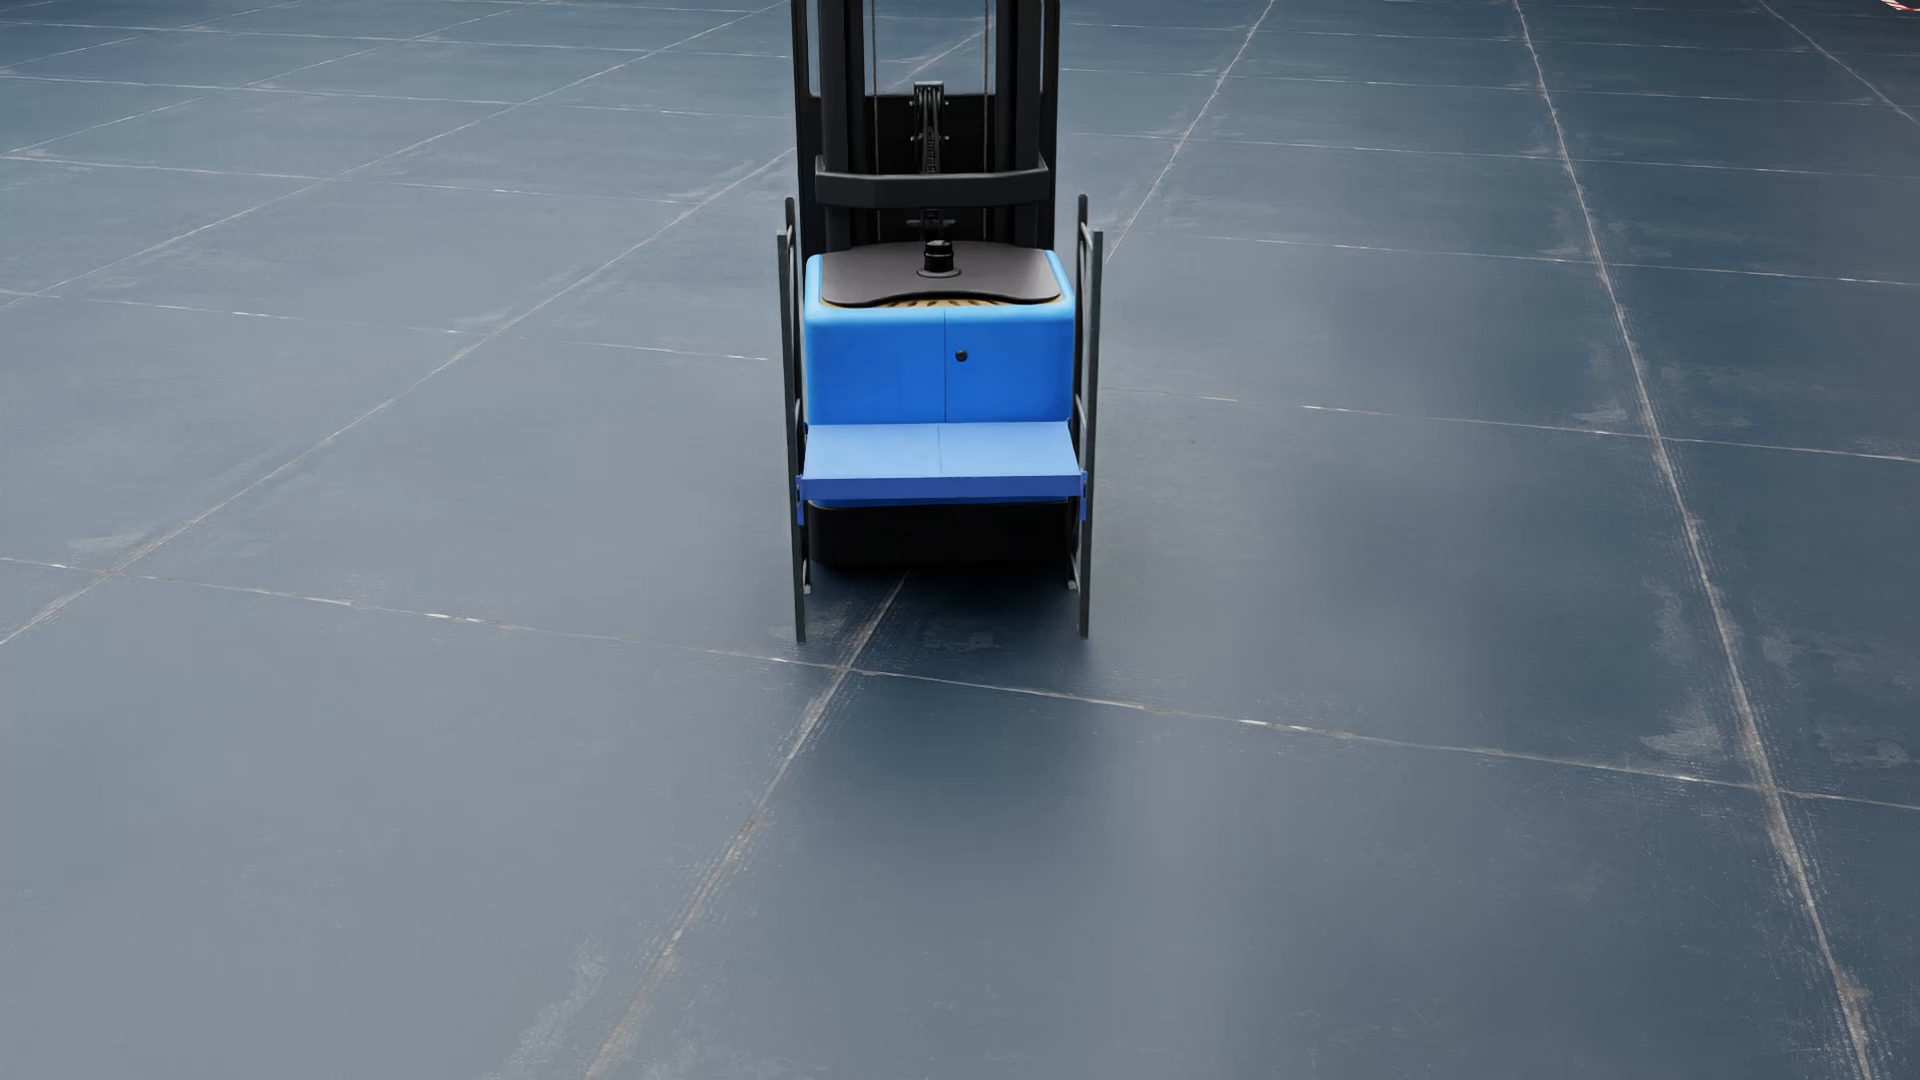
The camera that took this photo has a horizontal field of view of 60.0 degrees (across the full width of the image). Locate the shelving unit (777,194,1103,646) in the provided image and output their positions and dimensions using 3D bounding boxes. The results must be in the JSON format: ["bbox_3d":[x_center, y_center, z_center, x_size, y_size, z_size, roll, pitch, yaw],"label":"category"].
[{"bbox_3d":[-0.071,-0.414,5.875,1.048,1.500,0.538,-1,26,-2],"label":"shelving unit"}]

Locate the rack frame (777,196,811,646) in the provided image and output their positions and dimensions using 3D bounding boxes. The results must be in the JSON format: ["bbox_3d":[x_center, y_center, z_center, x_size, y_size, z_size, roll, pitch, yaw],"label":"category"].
[{"bbox_3d":[-0.579,-0.406,5.857,0.032,1.500,0.500,-1,26,-2],"label":"rack frame"}]

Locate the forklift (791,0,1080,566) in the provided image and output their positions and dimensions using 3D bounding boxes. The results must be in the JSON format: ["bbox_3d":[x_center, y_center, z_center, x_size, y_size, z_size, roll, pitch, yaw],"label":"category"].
[{"bbox_3d":[-0.158,-1.820,7.163,1.130,2.935,3.031,-2,26,-4],"label":"forklift"}]

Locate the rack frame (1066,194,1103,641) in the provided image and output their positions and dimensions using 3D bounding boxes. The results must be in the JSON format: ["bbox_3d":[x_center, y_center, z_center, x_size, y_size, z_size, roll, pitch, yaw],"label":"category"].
[{"bbox_3d":[0.436,-0.423,5.893,0.032,1.500,0.500,-1,26,-2],"label":"rack frame"}]

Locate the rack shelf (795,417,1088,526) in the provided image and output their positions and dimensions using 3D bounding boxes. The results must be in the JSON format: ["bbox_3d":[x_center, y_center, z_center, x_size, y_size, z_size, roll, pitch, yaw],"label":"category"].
[{"bbox_3d":[-0.071,-0.252,5.953,1.000,0.185,0.538,-1,26,-2],"label":"rack shelf"}]
